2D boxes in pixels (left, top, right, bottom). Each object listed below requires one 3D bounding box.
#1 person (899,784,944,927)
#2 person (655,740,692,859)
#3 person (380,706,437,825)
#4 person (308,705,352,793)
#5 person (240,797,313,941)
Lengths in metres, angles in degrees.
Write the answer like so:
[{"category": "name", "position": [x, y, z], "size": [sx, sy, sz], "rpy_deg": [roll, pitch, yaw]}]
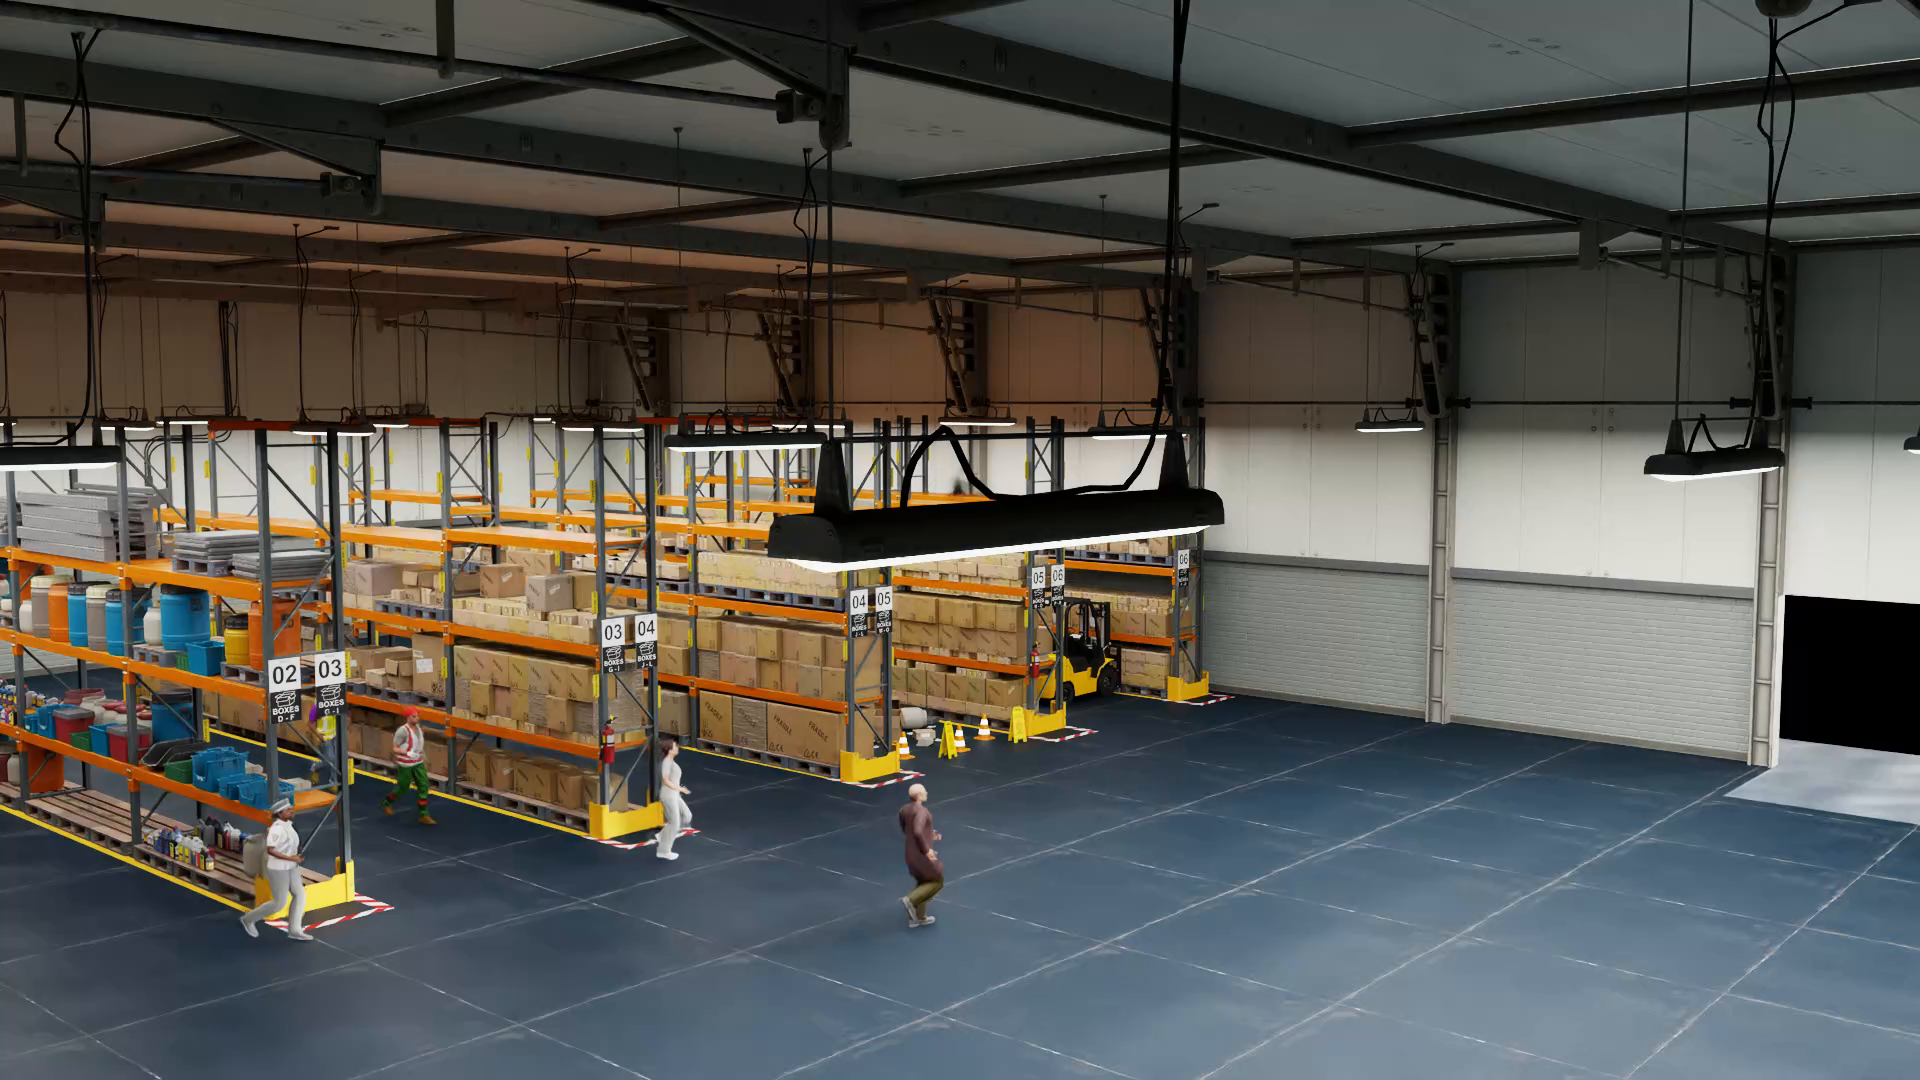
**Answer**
[{"category": "person", "position": [-0.474, 3.797, 20.053], "size": [0.635, 1.733, 0.716], "rpy_deg": [-3, 6, -31]}, {"category": "person", "position": [-4.002, 3.592, 23.203], "size": [0.512, 1.631, 0.580], "rpy_deg": [0, 5, -4]}, {"category": "person", "position": [-8.290, 3.360, 24.947], "size": [0.985, 1.776, 0.633], "rpy_deg": [2, 5, 26]}, {"category": "person", "position": [-10.275, 3.222, 27.132], "size": [0.662, 1.741, 0.698], "rpy_deg": [4, 6, 43]}, {"category": "person", "position": [-8.023, 3.871, 19.587], "size": [0.807, 1.685, 0.607], "rpy_deg": [0, 5, -3]}]
